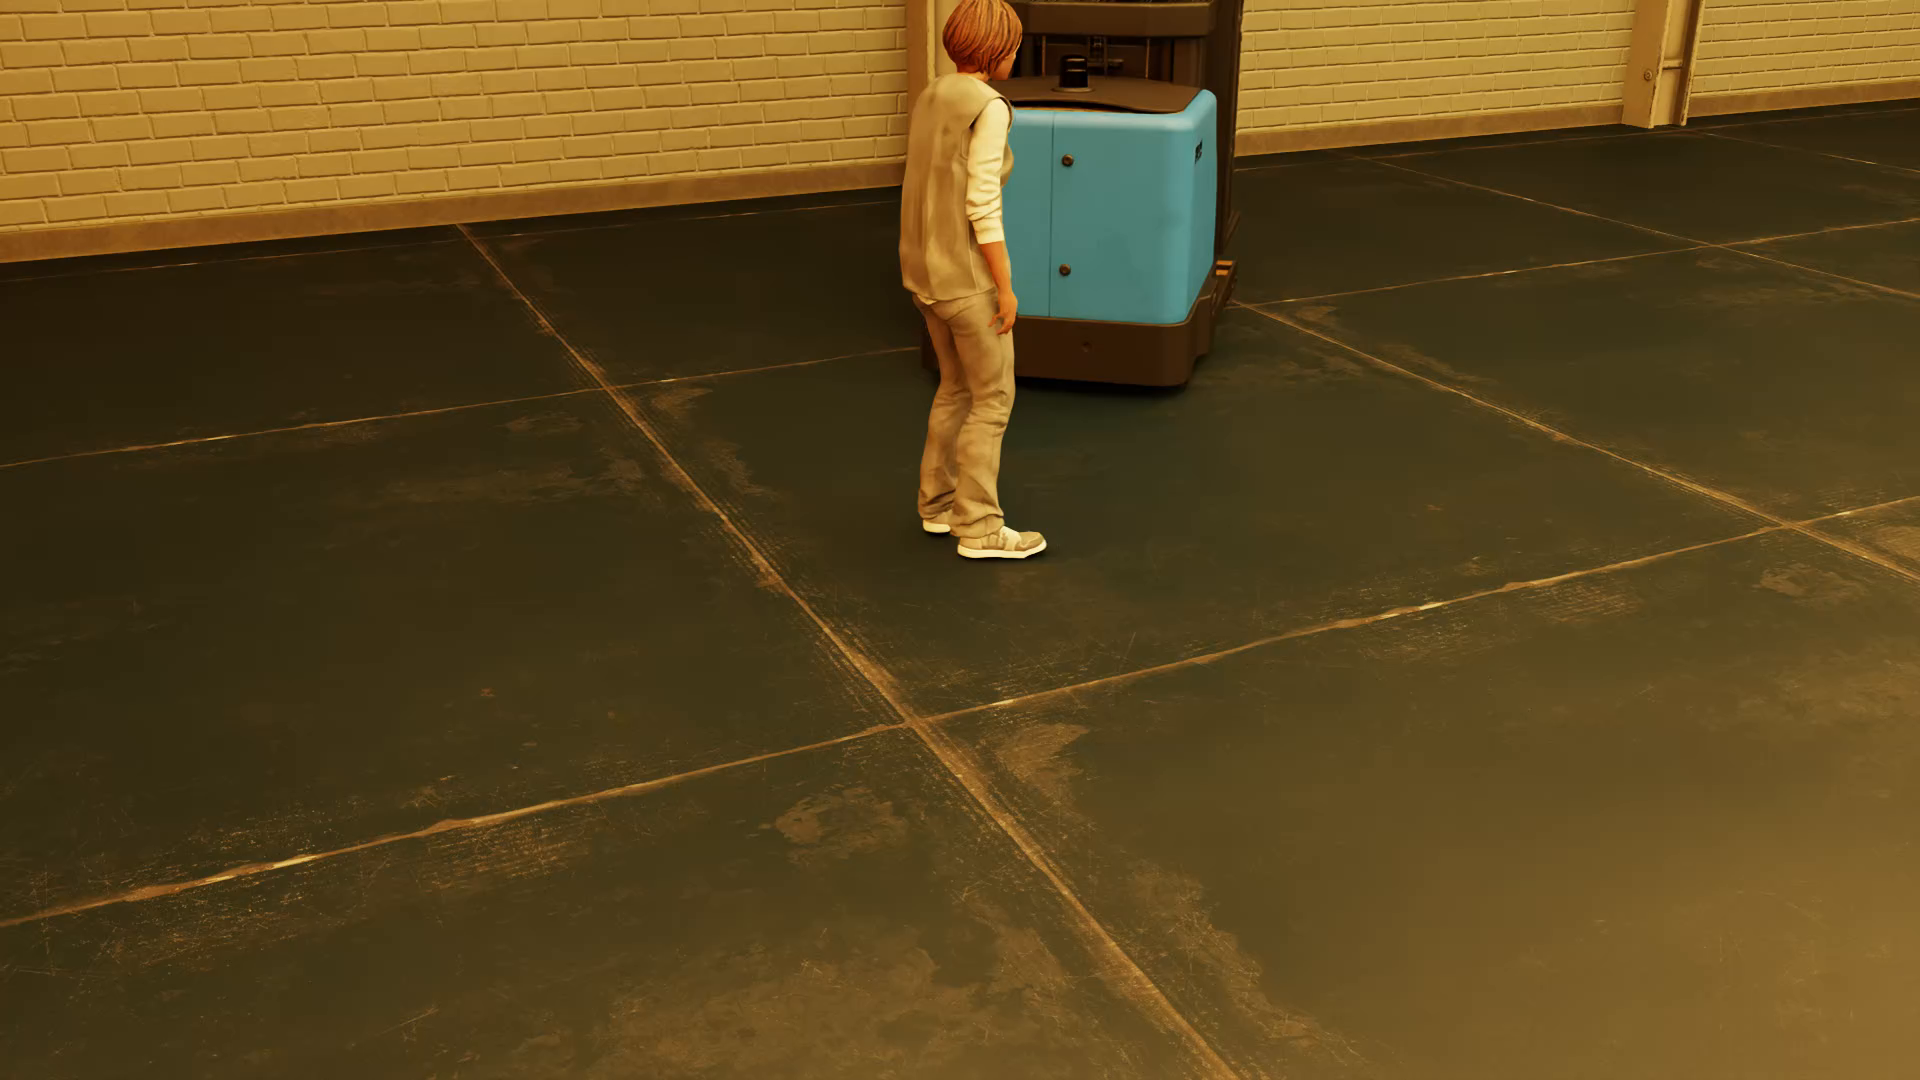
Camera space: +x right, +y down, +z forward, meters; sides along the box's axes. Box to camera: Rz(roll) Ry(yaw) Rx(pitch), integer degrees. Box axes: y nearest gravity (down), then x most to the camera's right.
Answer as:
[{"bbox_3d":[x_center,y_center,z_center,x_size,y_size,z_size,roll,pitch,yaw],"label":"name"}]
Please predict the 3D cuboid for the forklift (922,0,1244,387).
[{"bbox_3d":[0.704,-2.473,7.240,1.130,2.935,3.031,5,23,13],"label":"forklift"}]

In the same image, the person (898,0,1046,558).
[{"bbox_3d":[0.016,-0.735,4.817,0.344,1.581,0.467,-11,25,-25],"label":"person"}]
